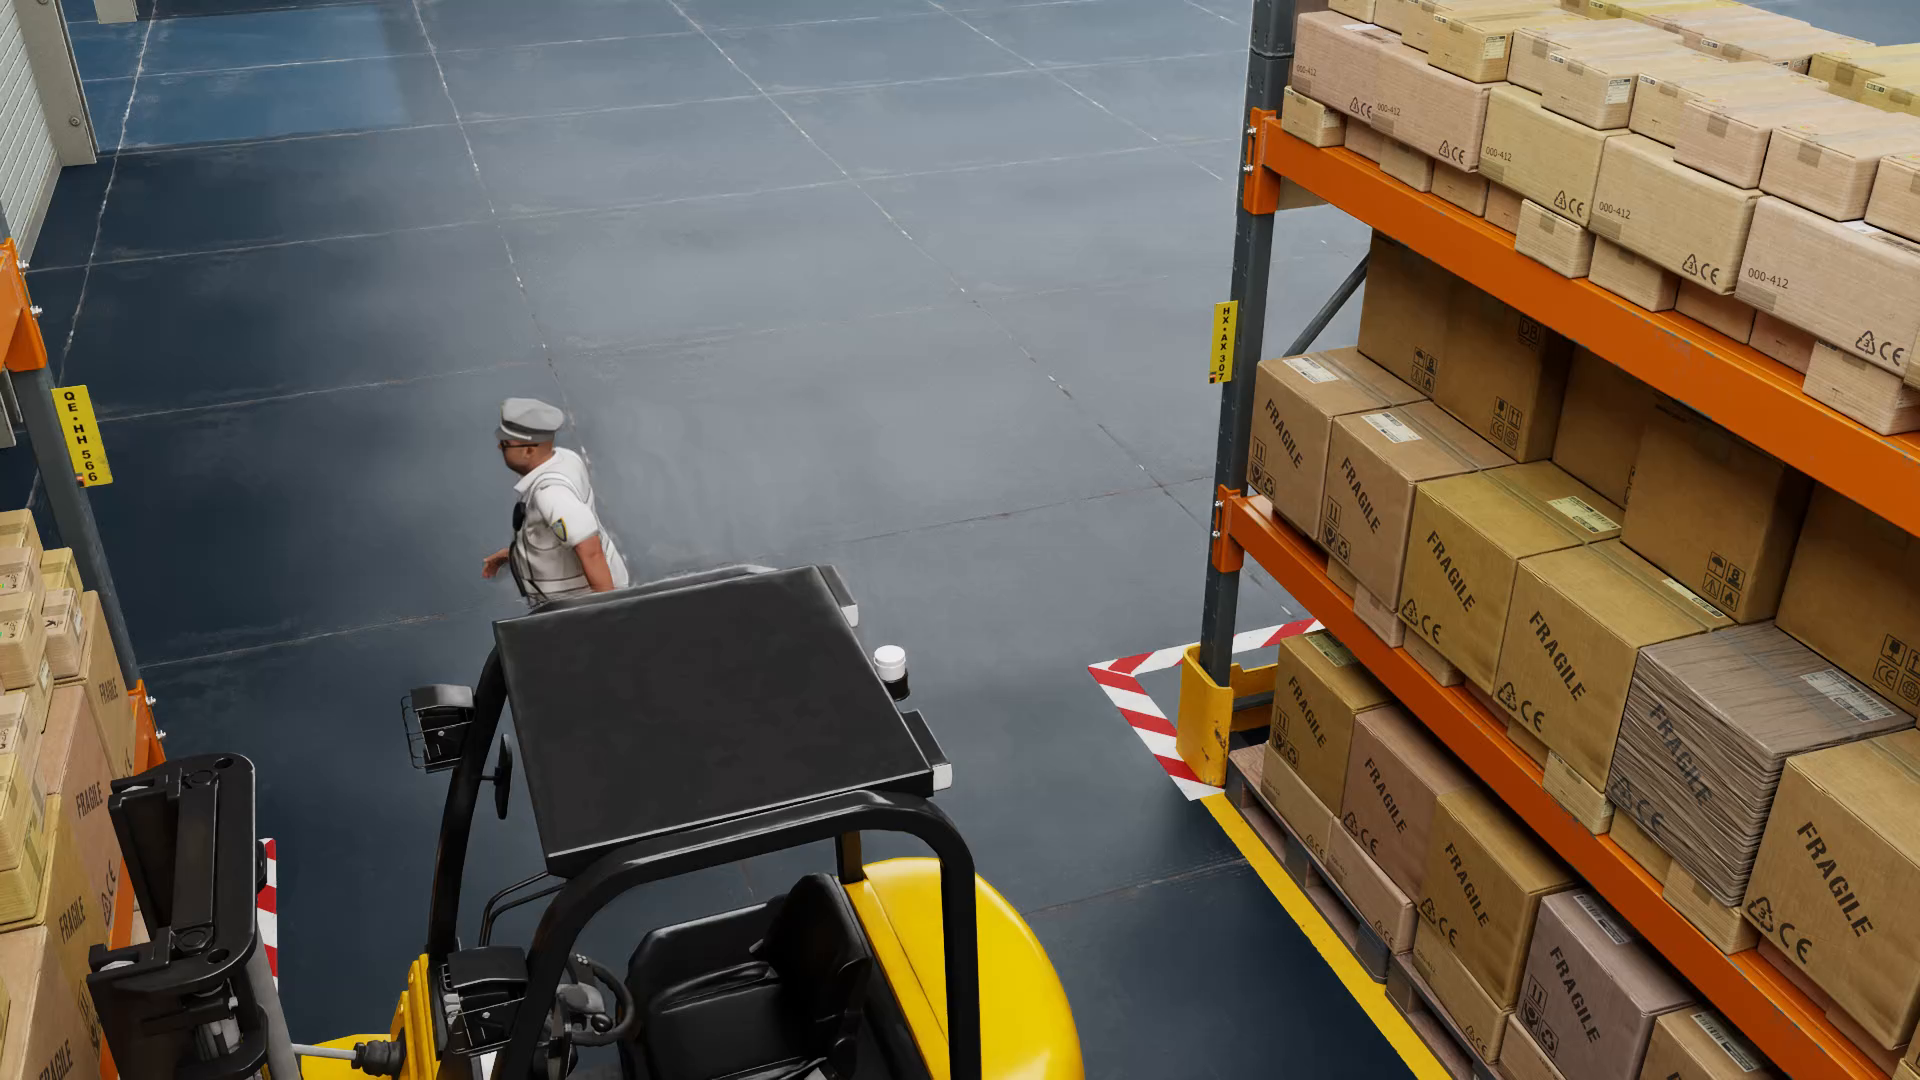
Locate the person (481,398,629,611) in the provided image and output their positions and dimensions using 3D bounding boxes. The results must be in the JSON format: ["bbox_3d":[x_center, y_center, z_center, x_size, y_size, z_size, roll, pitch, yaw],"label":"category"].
[{"bbox_3d":[-1.577,0.265,6.733,0.792,1.799,0.702,0,30,0],"label":"person"}]
